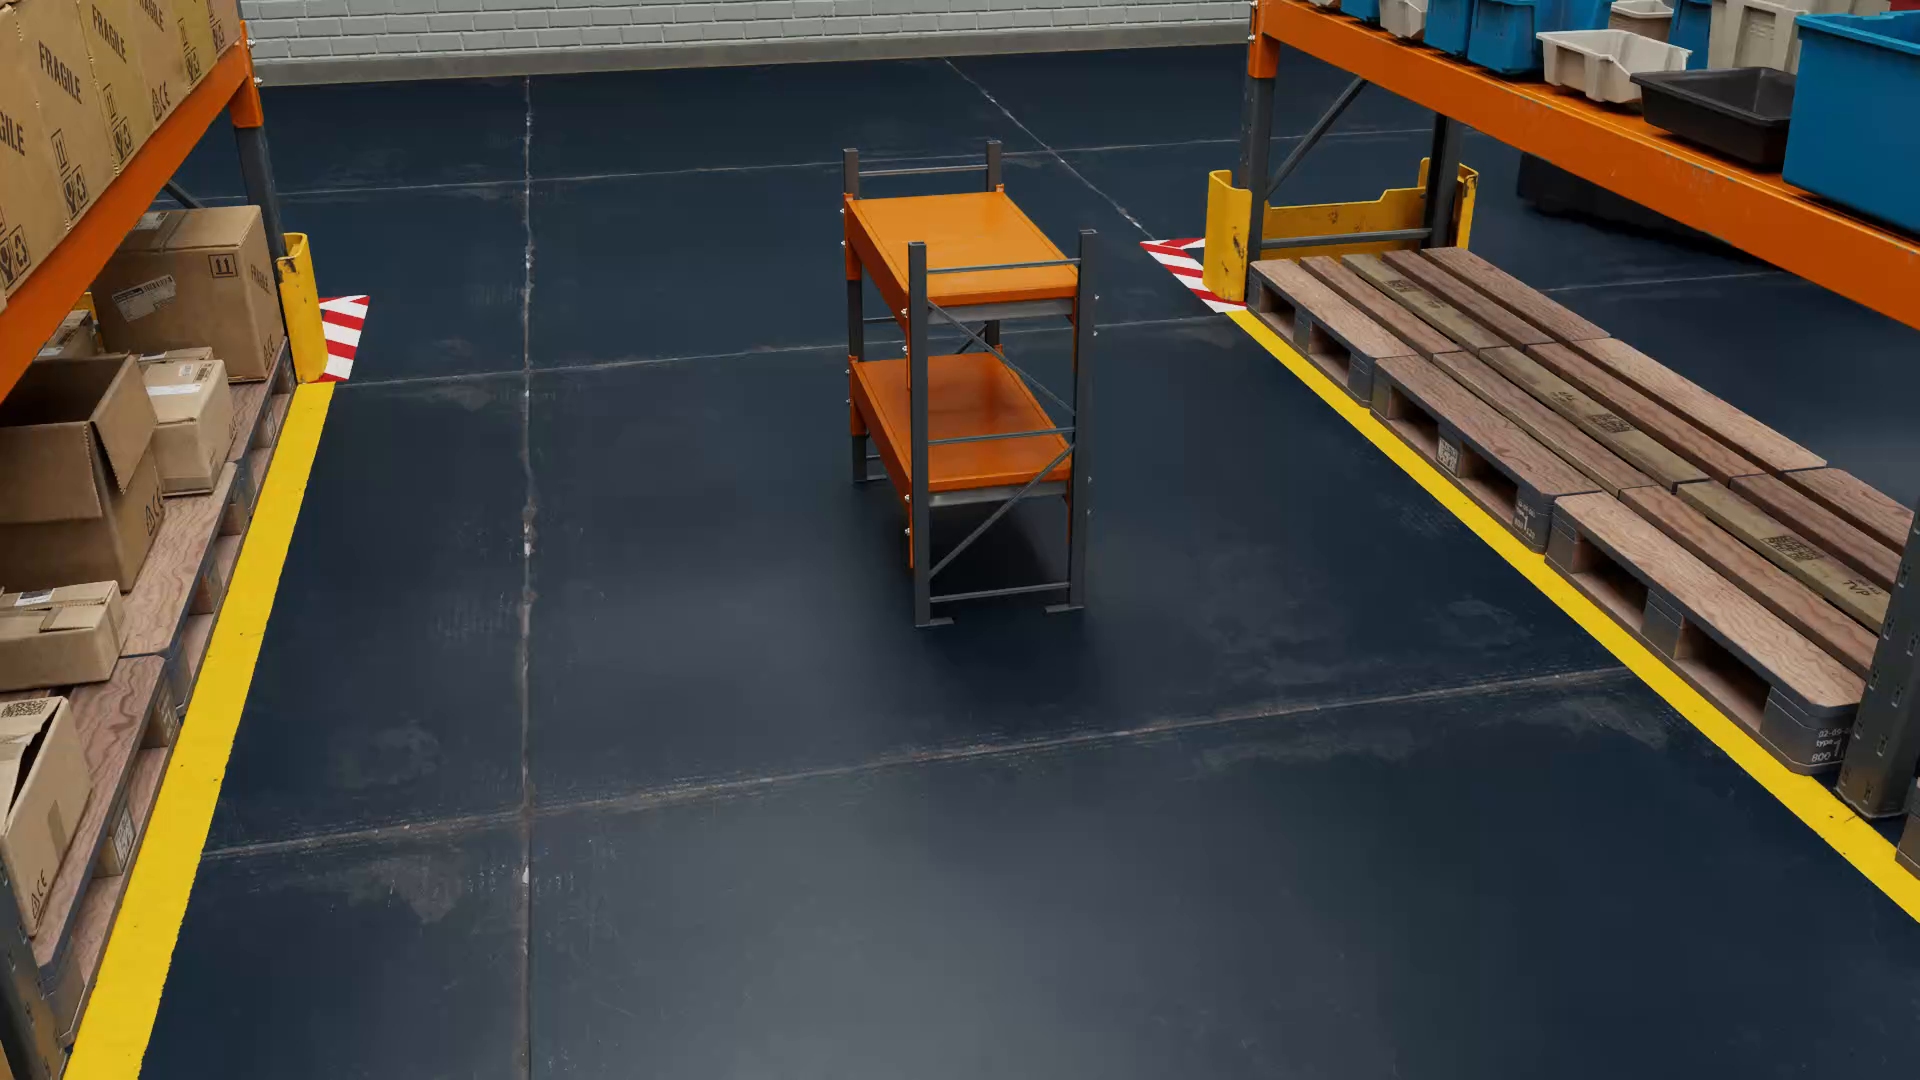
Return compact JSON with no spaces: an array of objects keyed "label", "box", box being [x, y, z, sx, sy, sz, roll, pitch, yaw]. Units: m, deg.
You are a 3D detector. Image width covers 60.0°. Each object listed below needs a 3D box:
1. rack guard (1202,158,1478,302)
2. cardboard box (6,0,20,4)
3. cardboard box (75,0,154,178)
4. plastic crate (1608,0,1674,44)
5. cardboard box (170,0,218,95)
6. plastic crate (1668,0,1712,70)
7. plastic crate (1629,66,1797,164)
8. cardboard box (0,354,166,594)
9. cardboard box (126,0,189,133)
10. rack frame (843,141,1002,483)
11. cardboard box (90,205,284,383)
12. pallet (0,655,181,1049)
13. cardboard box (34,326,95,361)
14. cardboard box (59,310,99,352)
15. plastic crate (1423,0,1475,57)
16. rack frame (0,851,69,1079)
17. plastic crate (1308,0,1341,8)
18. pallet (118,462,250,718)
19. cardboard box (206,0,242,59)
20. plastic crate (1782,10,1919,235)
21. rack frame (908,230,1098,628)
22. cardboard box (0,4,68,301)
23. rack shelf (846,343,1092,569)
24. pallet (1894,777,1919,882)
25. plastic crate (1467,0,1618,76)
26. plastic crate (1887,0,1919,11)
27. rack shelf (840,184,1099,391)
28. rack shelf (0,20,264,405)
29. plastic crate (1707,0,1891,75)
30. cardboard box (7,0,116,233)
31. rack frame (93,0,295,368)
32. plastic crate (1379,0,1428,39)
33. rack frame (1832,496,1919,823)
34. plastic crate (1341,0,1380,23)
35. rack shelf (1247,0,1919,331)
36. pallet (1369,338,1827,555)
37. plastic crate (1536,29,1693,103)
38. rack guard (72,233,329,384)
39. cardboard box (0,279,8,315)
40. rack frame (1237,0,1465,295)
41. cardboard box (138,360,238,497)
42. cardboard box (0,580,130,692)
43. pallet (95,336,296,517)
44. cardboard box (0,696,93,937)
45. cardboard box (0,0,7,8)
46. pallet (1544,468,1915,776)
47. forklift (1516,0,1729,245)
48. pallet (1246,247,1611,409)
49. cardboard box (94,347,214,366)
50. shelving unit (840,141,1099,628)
[{"label":"rack guard","box":[1.697,-1.398,7.465,1.175,0.500,0.348,-6,27,-12]},{"label":"cardboard box","box":[-2.274,-1.426,3.526,0.500,0.500,0.500,-7,28,-13]},{"label":"cardboard box","box":[-2.404,-1.211,4.209,0.500,0.500,0.500,-6,27,-12]},{"label":"plastic crate","box":[2.298,-1.698,5.510,0.298,0.136,0.250,-6,27,-12]},{"label":"cardboard box","box":[-2.625,-1.652,5.082,0.500,0.500,0.500,-6,27,-11]},{"label":"plastic crate","box":[2.428,-1.581,5.173,0.416,0.233,0.300,-6,27,-12]},{"label":"plastic crate","box":[2.103,-1.117,4.372,0.437,0.125,0.590,-6,27,-12]},{"label":"cardboard box","box":[-2.638,-0.154,4.508,0.797,0.503,0.637,-6,27,-12]},{"label":"cardboard box","box":[-2.518,-1.432,4.647,0.500,0.500,0.500,-6,27,-11]},{"label":"rack frame","box":[-0.116,-0.728,5.445,0.500,1.125,0.032,-6,27,-12]},{"label":"cardboard box","box":[-2.749,-0.870,5.931,0.500,0.500,0.500,-6,27,-12]},{"label":"pallet","box":[-2.364,0.696,3.637,1.003,0.211,1.213,-6,27,-12]},{"label":"cardboard box","box":[-3.153,-0.485,5.446,0.500,0.250,0.500,-6,27,-12]},{"label":"cardboard box","box":[-3.352,-0.708,6.000,0.380,0.149,0.250,-6,27,-12]},{"label":"plastic crate","box":[1.747,-1.737,5.482,0.416,0.233,0.300,-6,27,-12]},{"label":"rack frame","box":[-2.210,-0.247,2.411,1.000,3.000,0.127,-6,27,-12]},{"label":"plastic crate","box":[1.442,-2.123,6.353,0.250,0.136,0.298,-6,27,-12]},{"label":"pallet","box":[-2.642,0.159,4.700,1.003,0.211,1.213,-6,27,-12]},{"label":"cardboard box","box":[-2.745,-1.879,5.533,0.500,0.500,0.500,-5,27,-10]},{"label":"plastic crate","box":[2.179,-0.939,3.732,0.392,0.384,0.575,-6,27,-12]},{"label":"rack frame","box":[0.113,-0.282,4.560,0.500,1.125,0.032,-6,27,-12]},{"label":"cardboard box","box":[-2.178,-0.768,3.331,0.500,0.500,0.500,-5,27,-11]},{"label":"rack shelf","box":[-0.002,-0.287,5.113,0.538,0.278,1.000,-6,27,-12]},{"label":"pallet","box":[2.750,0.839,3.353,1.003,0.211,1.213,-6,27,-12]},{"label":"plastic crate","box":[1.815,-1.605,5.220,0.416,0.233,0.300,-6,27,-12]},{"label":"plastic crate","box":[2.660,-1.221,4.204,0.402,0.464,0.583,-6,27,-12]},{"label":"rack shelf","box":[-0.002,-0.766,4.871,0.538,0.278,1.000,-6,27,-12]},{"label":"rack shelf","box":[-2.661,-0.804,4.313,1.077,0.370,4.000,-6,27,-12]},{"label":"plastic crate","box":[2.452,-1.412,4.783,0.437,0.282,0.530,-6,27,-12]},{"label":"cardboard box","box":[-2.288,-0.988,3.767,0.500,0.500,0.500,-6,27,-12]},{"label":"rack frame","box":[-3.111,-2.003,5.890,1.000,3.000,0.127,-6,27,-12]},{"label":"plastic crate","box":[1.595,-1.825,5.763,0.250,0.136,0.298,-6,27,-12]},{"label":"rack frame","box":[2.617,-0.749,3.404,1.000,3.000,0.127,-6,27,-12]},{"label":"plastic crate","box":[1.599,-2.026,6.054,0.416,0.233,0.300,-6,27,-12]},{"label":"rack shelf","box":[2.166,-1.306,5.306,1.077,0.370,4.000,-6,27,-12]},{"label":"pallet","box":[2.135,-0.359,5.728,1.003,0.211,1.213,-6,27,-12]},{"label":"plastic crate","box":[1.932,-1.392,4.904,0.293,0.136,0.466,-6,27,-12]},{"label":"rack guard","box":[-3.094,-0.854,6.387,1.175,0.500,0.348,-6,27,-12]},{"label":"cardboard box","box":[-2.059,-0.543,2.887,0.500,0.500,0.500,-5,27,-10]},{"label":"rack frame","box":[1.715,-2.505,6.883,1.000,3.000,0.127,-6,27,-12]},{"label":"cardboard box","box":[-2.564,-0.338,5.155,0.500,0.250,0.500,-6,27,-12]},{"label":"cardboard box","box":[-2.298,0.236,4.109,0.380,0.166,0.250,-6,27,-12]},{"label":"pallet","box":[-2.914,-0.375,5.759,1.003,0.211,1.213,-6,27,-12]},{"label":"cardboard box","box":[-2.094,0.550,3.326,0.500,0.311,0.500,-6,27,-12]},{"label":"cardboard box","box":[-2.159,-1.200,3.078,0.500,0.500,0.500,-7,28,-13]},{"label":"pallet","box":[2.413,0.177,4.665,1.003,0.211,1.213,-6,27,-12]},{"label":"forklift","box":[4.260,-2.697,7.341,1.130,2.935,3.031,-23,35,-37]},{"label":"pallet","box":[1.863,-0.894,6.787,1.003,0.211,1.213,-6,27,-12]},{"label":"cardboard box","box":[-2.745,-0.534,5.636,0.380,0.166,0.250,-6,27,-12]},{"label":"shelving unit","box":[-0.002,-0.505,5.002,0.538,1.125,1.048,-6,27,-12]}]
